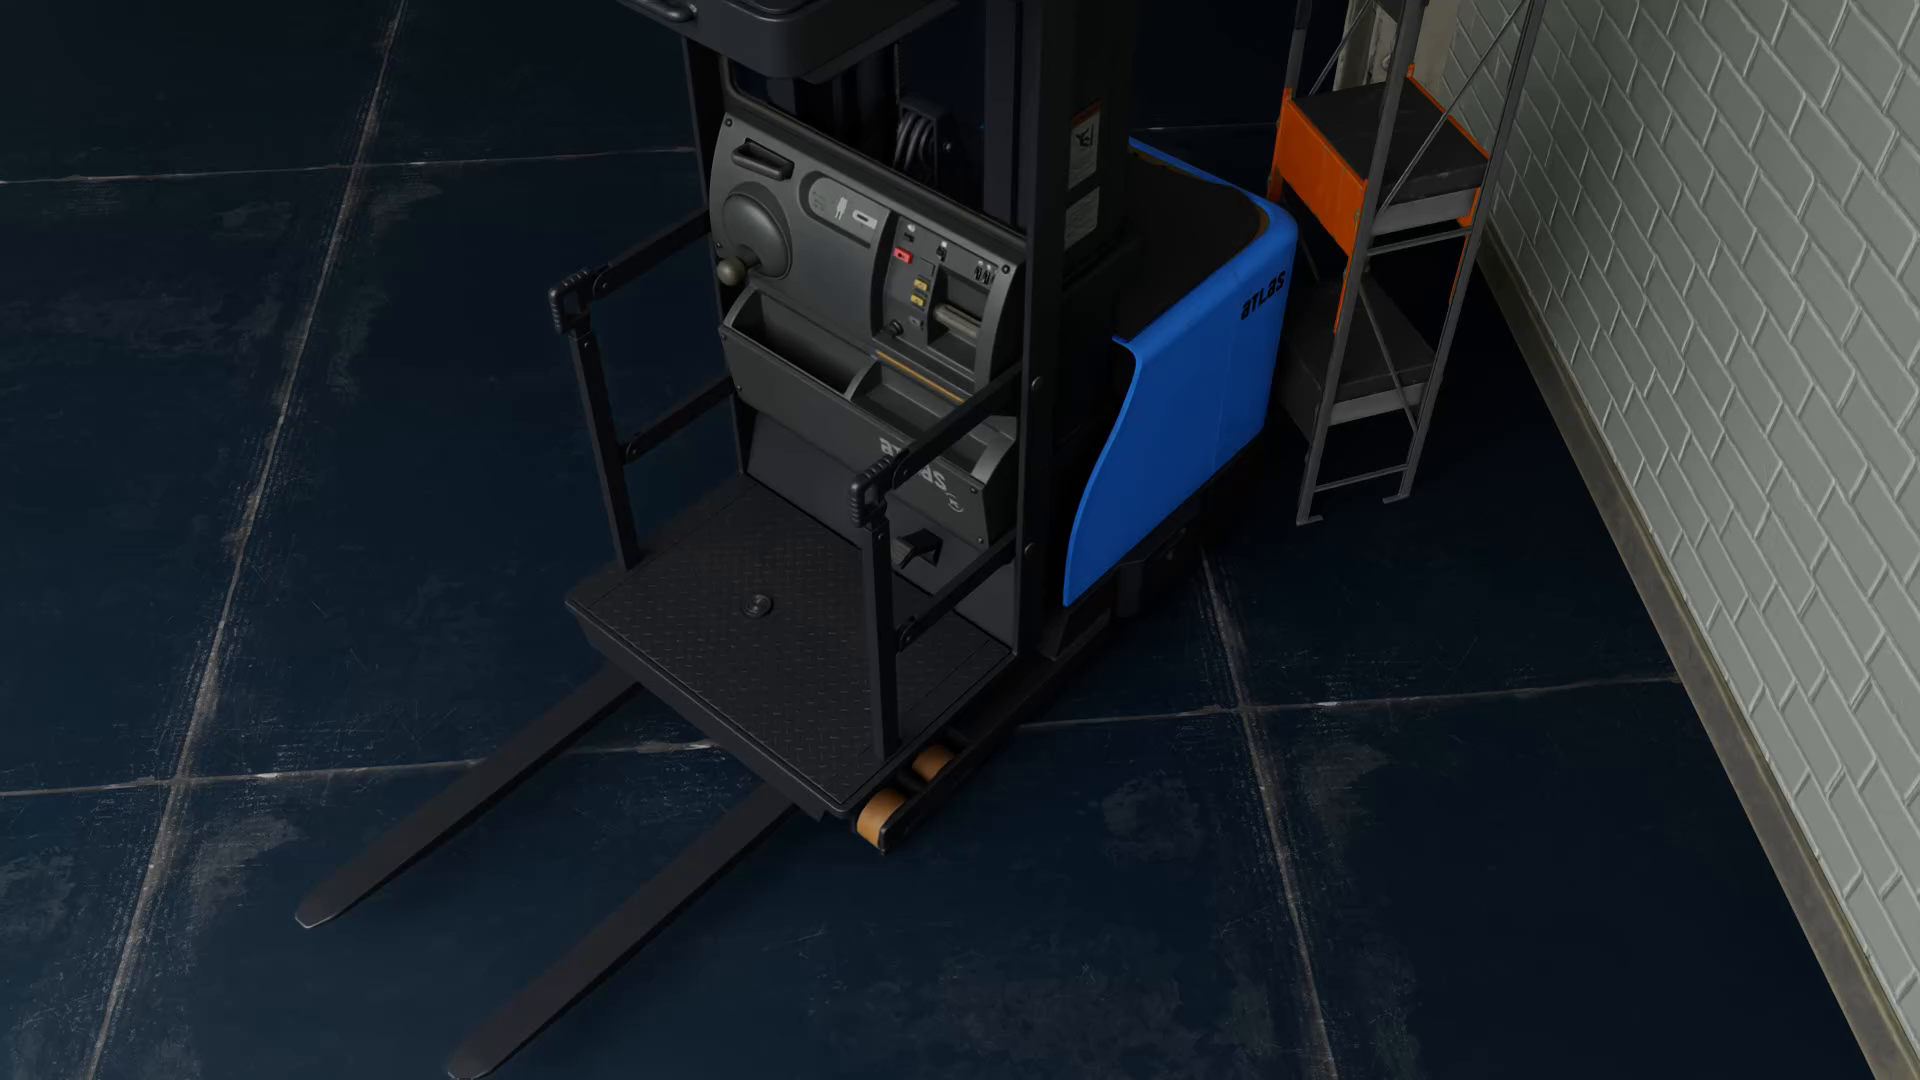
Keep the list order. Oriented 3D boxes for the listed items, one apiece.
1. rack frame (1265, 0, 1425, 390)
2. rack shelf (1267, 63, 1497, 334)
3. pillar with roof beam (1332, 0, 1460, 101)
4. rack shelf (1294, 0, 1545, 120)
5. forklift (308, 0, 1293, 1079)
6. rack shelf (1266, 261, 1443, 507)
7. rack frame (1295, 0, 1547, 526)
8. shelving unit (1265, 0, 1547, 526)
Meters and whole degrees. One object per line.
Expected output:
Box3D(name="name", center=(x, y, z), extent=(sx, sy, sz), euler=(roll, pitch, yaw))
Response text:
Box3D(name="rack frame", center=(1.104, -1.153, 4.896), extent=(0.400, 2.100, 0.015), euler=(-14, 48, -13))
Box3D(name="rack shelf", center=(1.182, -0.976, 4.747), extent=(0.431, 0.518, 0.480), euler=(-14, 48, -13))
Box3D(name="pillar with roof beam", center=(-2.548, -4.586, 3.395), extent=(9.100, 9.000, 0.400), euler=(-3, 47, -3))
Box3D(name="rack shelf", center=(1.182, -1.457, 4.239), extent=(0.431, 0.518, 0.480), euler=(-14, 48, -13))
Box3D(name="forklift", center=(-0.368, -0.592, 3.792), extent=(1.130, 2.935, 3.031), euler=(31, 54, 26))
Box3D(name="rack shelf", center=(1.182, -0.495, 5.255), extent=(0.431, 0.518, 0.480), euler=(-14, 48, -13))
Box3D(name="rack frame", center=(1.261, -0.818, 4.578), extent=(0.400, 2.100, 0.015), euler=(-14, 48, -13))
Box3D(name="shelving unit", center=(1.182, -0.985, 4.737), extent=(0.431, 2.100, 0.503), euler=(-14, 48, -13))
